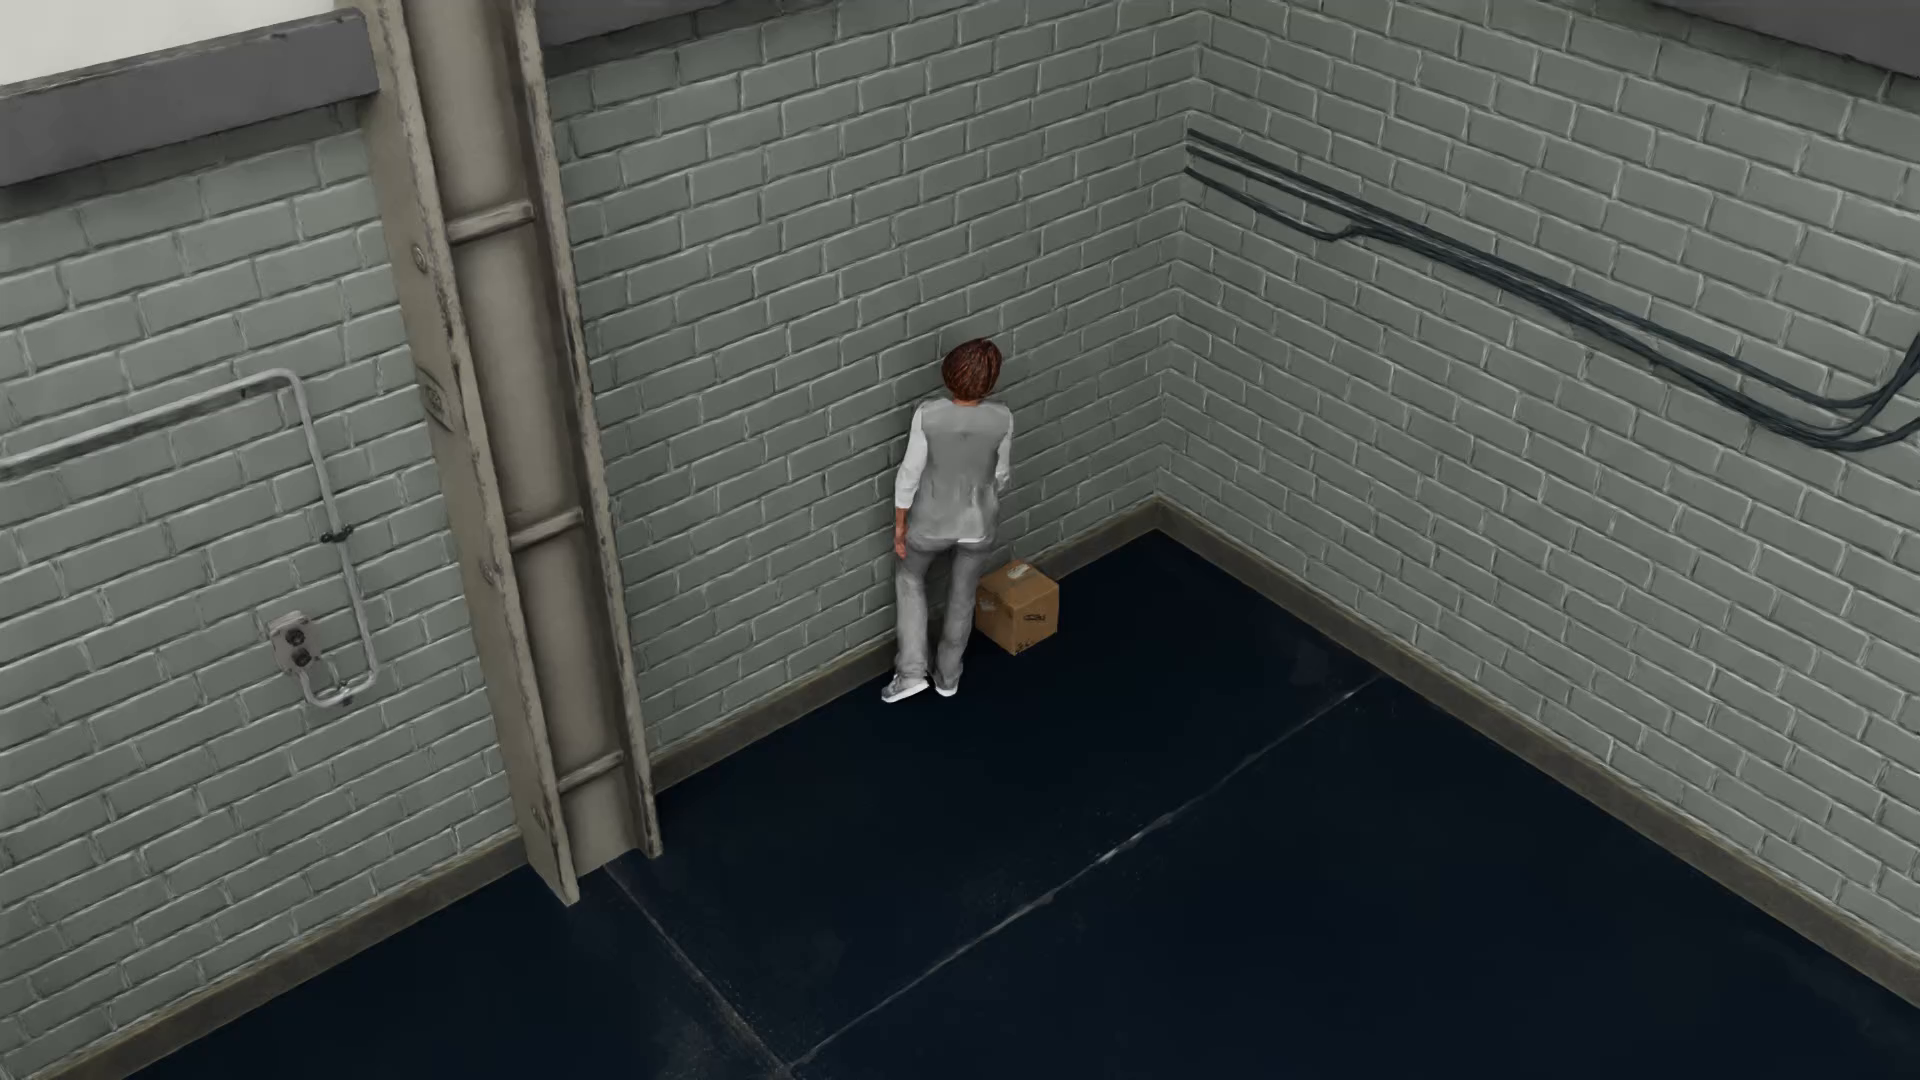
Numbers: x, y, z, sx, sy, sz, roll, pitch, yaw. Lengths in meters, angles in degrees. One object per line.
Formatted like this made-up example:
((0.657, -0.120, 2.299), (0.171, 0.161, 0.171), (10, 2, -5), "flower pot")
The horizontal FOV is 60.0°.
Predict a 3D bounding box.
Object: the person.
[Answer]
((-0.063, -0.050, 6.221), (0.508, 1.596, 0.390), (-3, 37, -4), "person")
